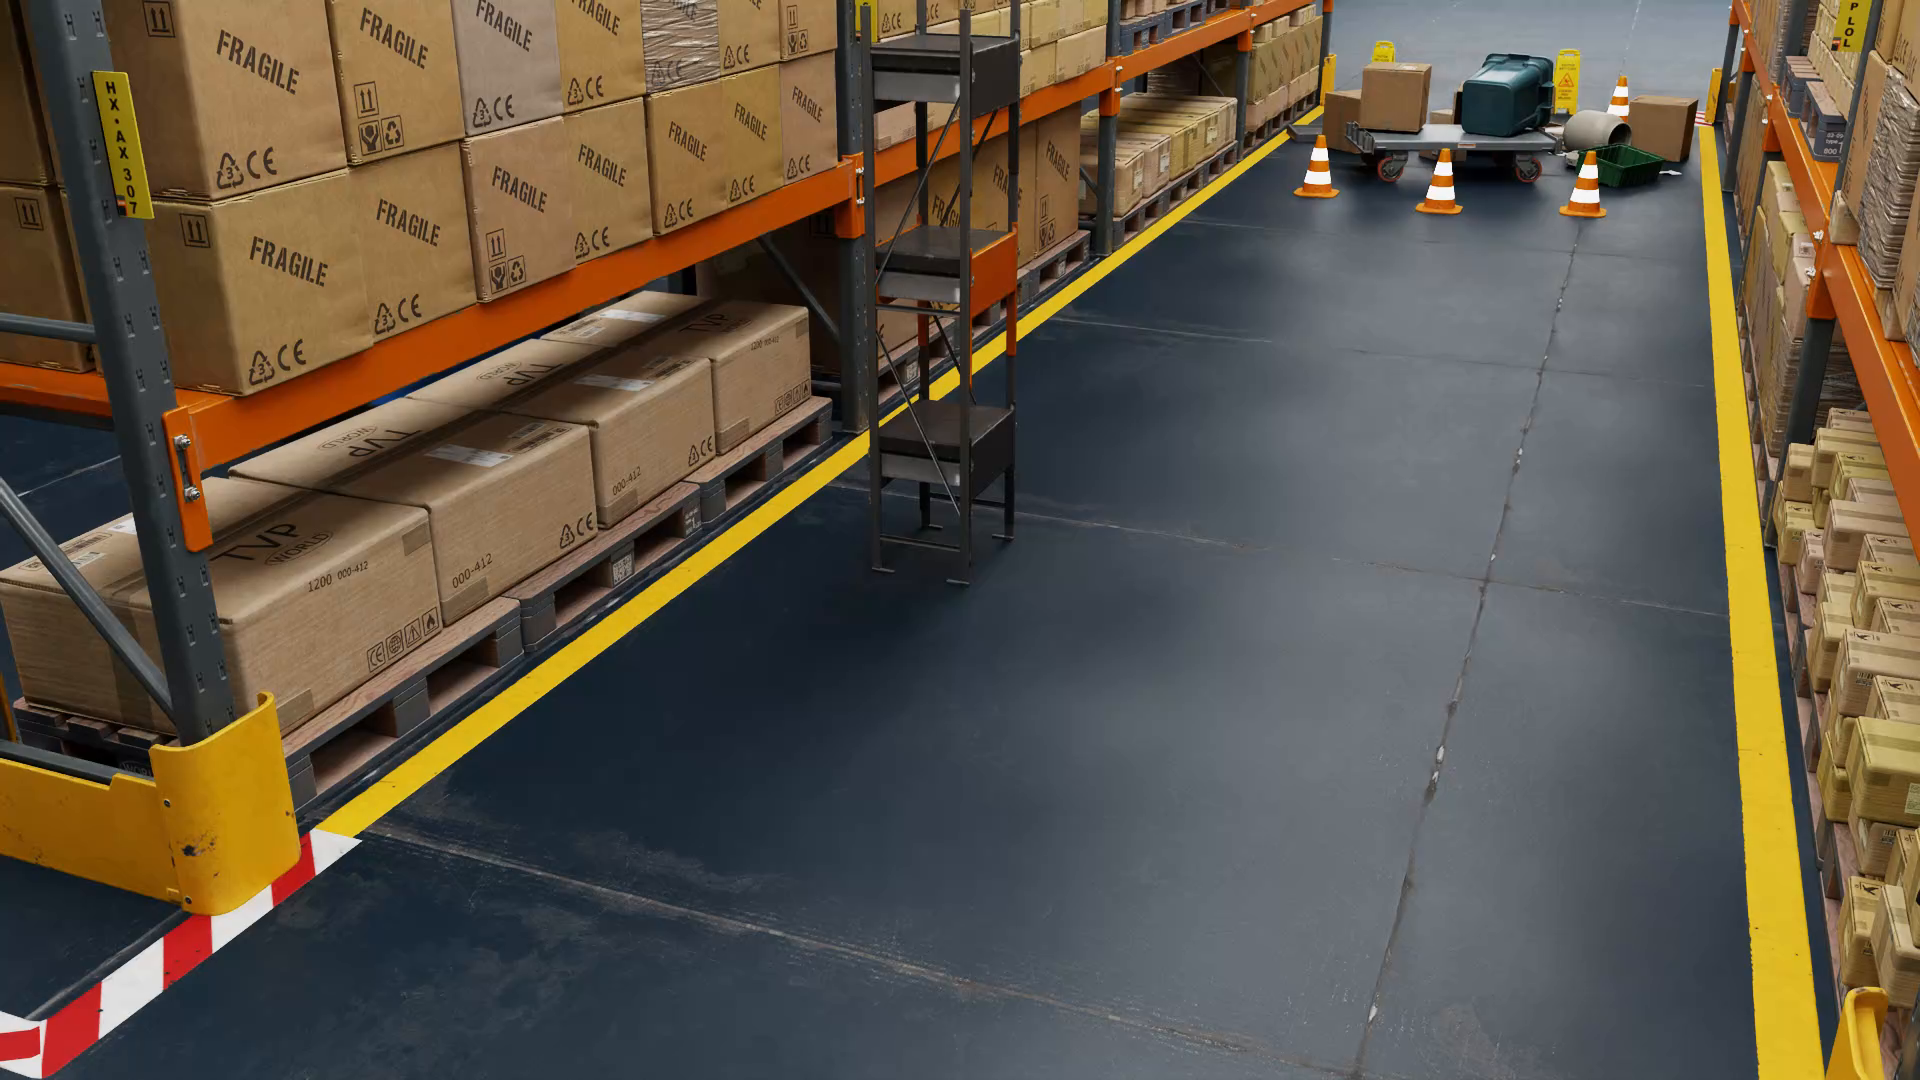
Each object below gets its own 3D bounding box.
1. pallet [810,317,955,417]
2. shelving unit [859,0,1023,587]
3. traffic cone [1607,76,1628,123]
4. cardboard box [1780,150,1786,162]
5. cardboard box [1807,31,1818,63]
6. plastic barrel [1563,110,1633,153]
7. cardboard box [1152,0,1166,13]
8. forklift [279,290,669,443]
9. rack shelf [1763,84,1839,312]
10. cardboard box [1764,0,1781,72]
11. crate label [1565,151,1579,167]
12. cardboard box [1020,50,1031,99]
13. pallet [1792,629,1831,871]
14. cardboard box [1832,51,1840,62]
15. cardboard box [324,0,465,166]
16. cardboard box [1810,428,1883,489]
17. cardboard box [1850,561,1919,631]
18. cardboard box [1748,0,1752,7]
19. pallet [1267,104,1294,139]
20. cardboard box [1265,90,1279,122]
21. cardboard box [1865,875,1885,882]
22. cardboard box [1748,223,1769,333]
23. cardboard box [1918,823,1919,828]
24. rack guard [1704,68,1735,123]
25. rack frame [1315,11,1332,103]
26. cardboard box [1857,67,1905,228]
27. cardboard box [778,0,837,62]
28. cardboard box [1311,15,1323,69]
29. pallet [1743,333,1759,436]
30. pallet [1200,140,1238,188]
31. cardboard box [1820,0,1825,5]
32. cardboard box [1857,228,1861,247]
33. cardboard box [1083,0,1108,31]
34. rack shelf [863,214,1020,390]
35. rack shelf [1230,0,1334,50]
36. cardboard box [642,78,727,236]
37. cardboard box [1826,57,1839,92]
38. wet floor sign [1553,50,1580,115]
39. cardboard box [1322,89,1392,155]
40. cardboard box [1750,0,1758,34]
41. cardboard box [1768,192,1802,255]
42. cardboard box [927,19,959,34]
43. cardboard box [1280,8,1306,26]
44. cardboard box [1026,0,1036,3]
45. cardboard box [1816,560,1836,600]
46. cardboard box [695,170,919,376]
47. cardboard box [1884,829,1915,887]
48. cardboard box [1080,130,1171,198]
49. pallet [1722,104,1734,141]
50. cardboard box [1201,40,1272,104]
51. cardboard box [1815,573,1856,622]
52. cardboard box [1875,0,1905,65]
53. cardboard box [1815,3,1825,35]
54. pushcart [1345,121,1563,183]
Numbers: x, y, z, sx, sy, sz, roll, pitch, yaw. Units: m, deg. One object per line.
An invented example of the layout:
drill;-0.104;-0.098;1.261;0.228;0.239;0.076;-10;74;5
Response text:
pallet;-0.708;-0.971;8.800;1.003;0.211;1.213;9;24;20
shelving unit;-0.061;-0.910;6.203;0.431;2.100;0.503;9;24;20
traffic cone;6.651;-4.435;16.767;0.336;0.463;0.334;9;24;20
cardboard box;5.505;-2.090;10.236;1.050;0.750;0.750;8;24;19
cardboard box;4.841;-2.676;9.046;0.380;0.149;0.250;8;24;19
plastic barrel;5.678;-3.598;14.814;0.421;0.421;0.512;-12;25;-26
cardboard box;1.257;-3.853;11.863;0.380;0.149;0.250;9;24;20
forklift;-2.336;-2.244;8.319;1.130;2.935;3.031;9;24;21
rack shelf;4.452;-1.682;7.818;1.077;0.370;4.000;9;24;20
cardboard box;5.300;-3.153;10.278;0.500;0.500;0.500;9;24;20
crate label;5.442;-3.309;14.493;0.298;0.136;0.250;-7;24;-17
cardboard box;0.075;-2.565;9.194;0.500;0.250;0.500;8;24;19
pallet;3.041;0.672;4.867;1.003;0.211;1.213;9;24;20
cardboard box;4.352;-2.339;7.854;0.380;0.149;0.250;9;24;20
cardboard box;-1.782;-1.363;4.695;0.500;0.500;0.500;8;24;19
cardboard box;3.232;-0.267;5.880;0.380;0.149;0.250;10;25;23
cardboard box;2.785;0.198;4.765;0.380;0.149;0.250;9;24;20
cardboard box;7.404;-4.944;14.500;0.875;0.550;0.500;9;24;20
pallet;2.716;-4.230;16.603;1.003;0.211;1.213;9;24;20
cardboard box;2.705;-4.123;15.753;0.500;0.250;0.500;10;25;23
cardboard box;2.405;0.848;3.981;0.380;0.149;0.250;9;24;20
cardboard box;4.512;-1.373;8.843;0.500;0.500;0.500;9;24;21
cardboard box;2.331;0.673;3.629;0.380;0.149;0.250;9;24;21
rack guard;8.175;-4.447;16.749;1.175;0.500;0.348;9;24;20
rack frame;3.533;-6.265;17.856;1.000;3.000;0.127;9;24;20
cardboard box;3.114;-1.162;5.125;0.500;0.500;0.500;9;24;20
cardboard box;-0.843;-2.270;6.865;0.500;0.500;0.500;9;24;20
cardboard box;3.478;-5.212;17.385;0.500;0.500;0.500;9;24;20
pallet;4.449;-0.728;8.219;1.003;0.211;1.213;9;24;20
pallet;1.760;-3.268;14.299;1.003;0.211;1.213;9;24;20
cardboard box;4.842;-2.943;8.912;0.380;0.149;0.250;9;24;20
cardboard box;3.273;-1.024;5.637;0.380;0.149;0.250;10;24;22
cardboard box;0.618;-3.354;10.433;0.500;0.250;0.500;9;24;20
rack shelf;-0.061;-0.897;6.209;0.431;0.518;0.480;9;24;20
rack shelf;2.790;-5.217;16.281;1.077;0.370;4.000;9;24;20
cardboard box;-1.218;-1.447;6.193;0.500;0.500;0.500;8;24;19
cardboard box;4.351;-2.201;7.909;0.380;0.149;0.250;9;24;21
wet floor sign;6.339;-4.800;17.403;0.267;0.644;0.232;5;23;11
cardboard box;3.709;-3.870;15.362;0.500;0.500;0.500;-12;25;-26
cardboard box;6.236;-4.057;12.442;0.500;0.500;0.500;9;24;21
cardboard box;4.330;-1.547;8.287;0.500;0.250;0.500;9;24;20
cardboard box;-0.331;-2.440;8.245;0.500;0.250;0.500;9;24;21
cardboard box;3.208;-5.186;16.483;0.380;0.149;0.250;10;25;22
cardboard box;0.239;-3.325;9.392;0.500;0.500;0.500;9;24;20
cardboard box;3.085;0.198;5.539;0.380;0.149;0.250;8;24;19
cardboard box;-0.768;-1.417;8.463;0.875;0.875;0.875;10;25;22
cardboard box;2.302;0.802;3.705;0.380;0.149;0.250;8;24;19
cardboard box;1.047;-2.849;12.544;0.950;0.372;0.625;8;24;19
pallet;7.942;-4.008;16.072;1.003;0.211;1.213;9;24;20
cardboard box;2.517;-4.277;15.147;0.500;0.500;0.500;10;25;23
cardboard box;2.830;0.239;5.055;0.380;0.149;0.250;9;24;20
cardboard box;3.315;-1.816;5.393;0.500;0.500;0.500;9;24;21
cardboard box;4.829;-2.800;8.957;0.380;0.149;0.250;10;25;22
pushcart;4.183;-3.315;14.196;1.648;0.377;0.936;1;23;2
